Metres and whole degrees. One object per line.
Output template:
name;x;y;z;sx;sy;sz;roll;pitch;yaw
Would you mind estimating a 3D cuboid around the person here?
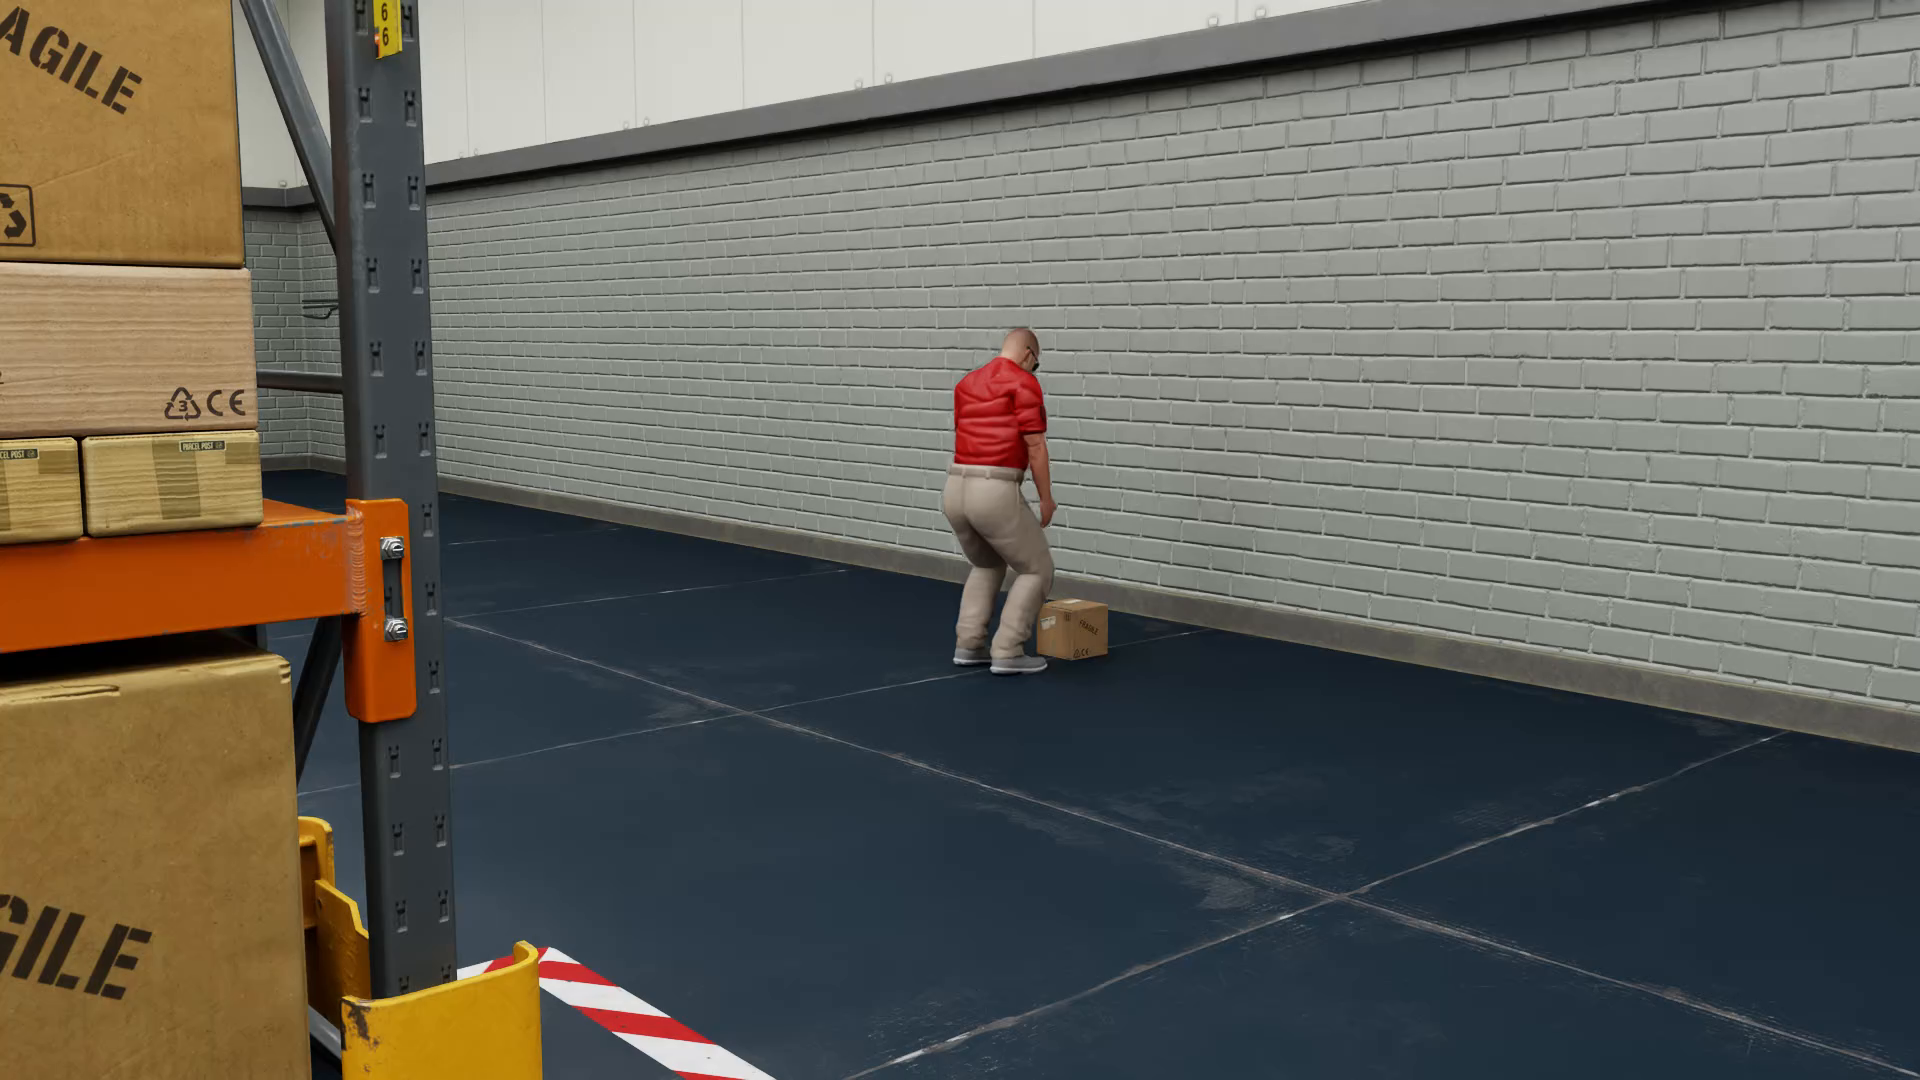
person;0.183;-0.190;7.848;0.488;1.607;0.575;-6;10;-40
